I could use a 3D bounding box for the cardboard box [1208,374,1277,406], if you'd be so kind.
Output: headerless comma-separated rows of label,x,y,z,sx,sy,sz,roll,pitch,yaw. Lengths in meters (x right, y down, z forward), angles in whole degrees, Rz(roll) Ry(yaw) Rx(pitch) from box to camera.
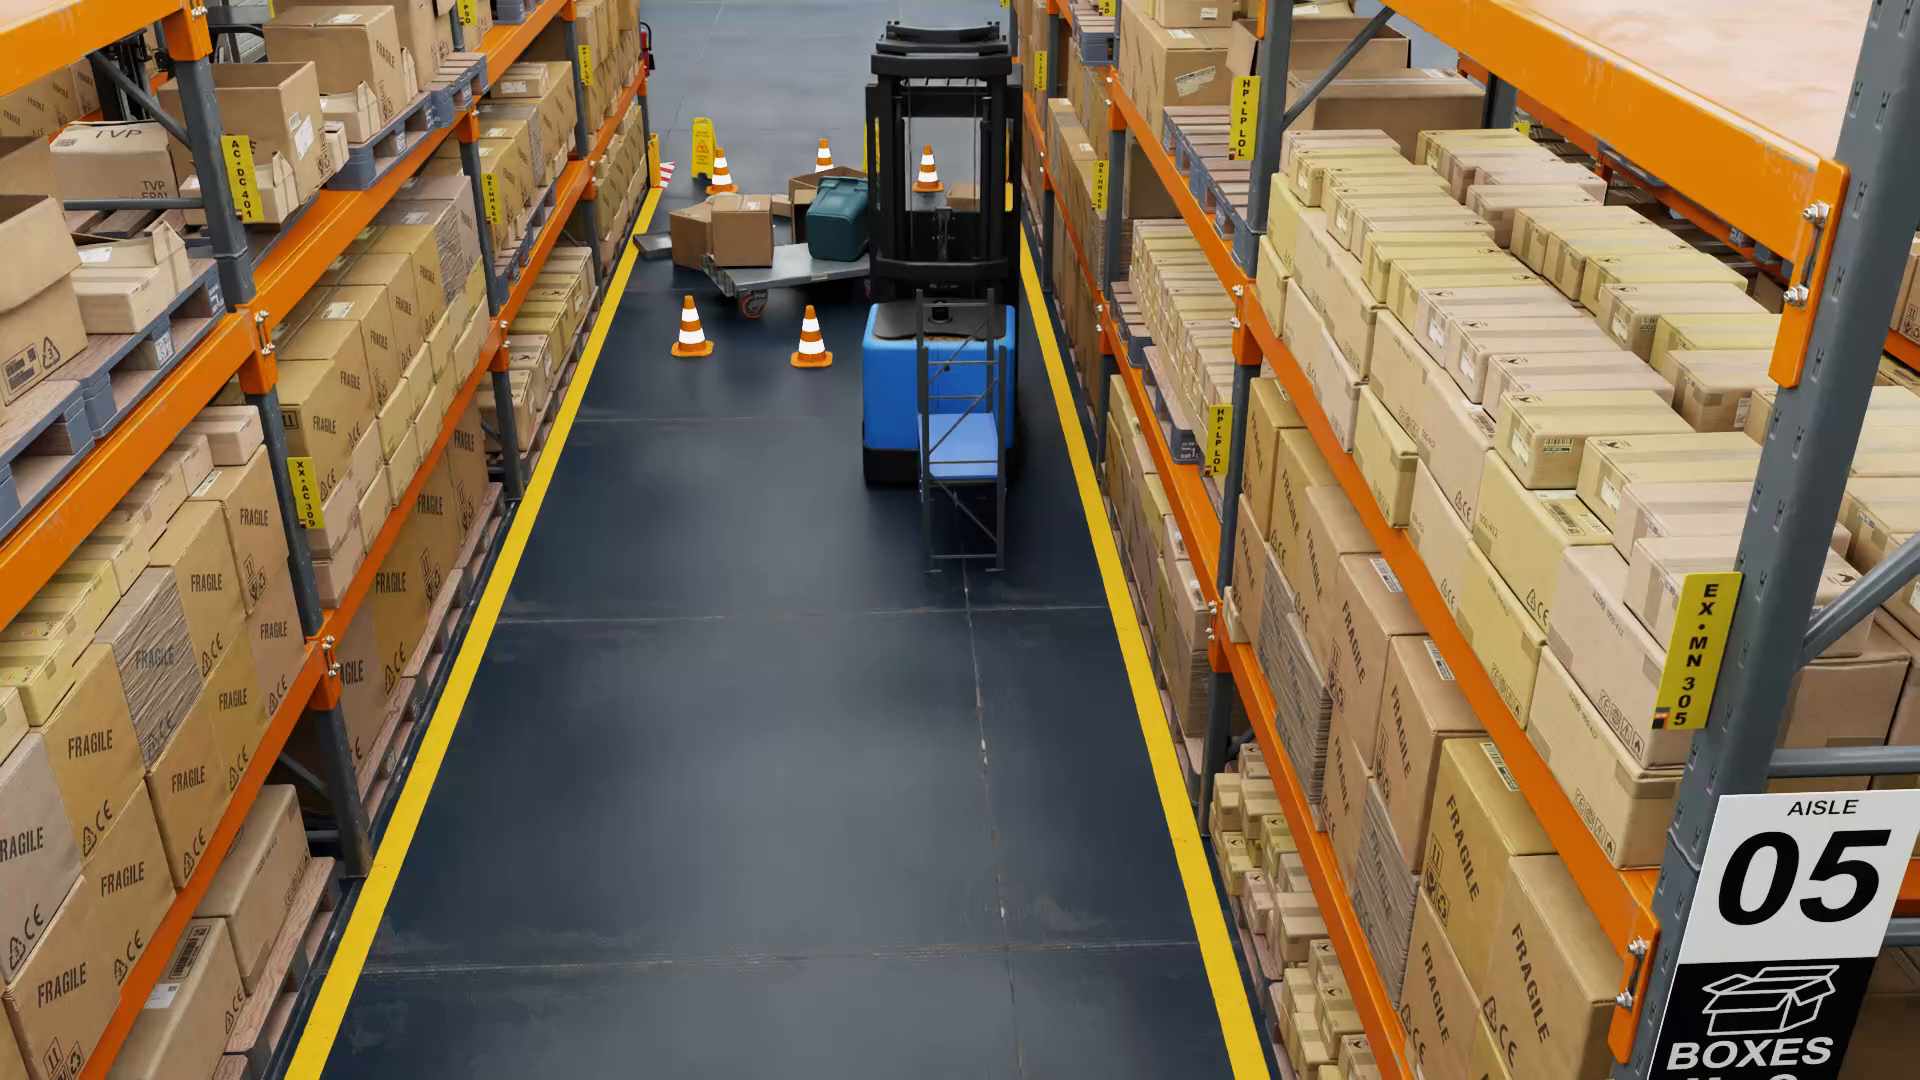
cardboard box,1.421,-0.689,8.065,0.380,0.149,0.250,-2,28,-4

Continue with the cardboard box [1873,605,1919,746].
cardboard box,2.109,0.222,3.521,0.500,0.250,0.500,-1,28,-2

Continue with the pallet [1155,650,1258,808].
pallet,1.621,0.950,8.762,1.003,0.211,1.213,-1,28,-3

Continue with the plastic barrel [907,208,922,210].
plastic barrel,-0.345,-2.966,16.041,0.512,0.421,0.421,19,33,32

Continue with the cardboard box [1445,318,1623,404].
cardboard box,1.526,-0.480,4.436,0.380,0.149,0.250,-1,28,-2

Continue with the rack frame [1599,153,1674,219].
rack frame,6.204,-3.694,14.652,1.000,3.000,0.127,-1,28,-3

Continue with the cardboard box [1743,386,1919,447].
cardboard box,2.134,-0.254,4.002,0.380,0.149,0.250,-1,28,-2

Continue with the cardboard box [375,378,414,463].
cardboard box,-3.071,-0.600,8.340,0.500,0.250,0.500,-1,28,-2

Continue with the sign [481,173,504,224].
sign,-2.929,-2.136,10.412,0.100,0.325,0.005,-1,28,-3

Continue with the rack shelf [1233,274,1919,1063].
rack shelf,1.768,-0.014,5.130,1.077,0.370,4.000,-1,28,-3

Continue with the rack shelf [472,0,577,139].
rack shelf,-3.588,-3.542,11.895,1.077,0.370,4.000,-1,28,-3

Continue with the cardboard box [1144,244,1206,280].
cardboard box,1.310,-1.657,9.920,0.380,0.149,0.250,-2,28,-3

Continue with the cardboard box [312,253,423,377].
cardboard box,-3.122,-1.163,8.609,0.500,0.500,0.500,-2,28,-3

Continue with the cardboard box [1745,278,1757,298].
cardboard box,6.280,-1.760,13.171,0.700,0.500,0.500,1,28,2

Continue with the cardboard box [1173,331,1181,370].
cardboard box,1.366,-1.033,9.046,0.380,0.149,0.250,0,28,-1

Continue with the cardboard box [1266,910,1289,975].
cardboard box,1.504,1.679,6.977,0.380,0.149,0.250,-2,28,-4

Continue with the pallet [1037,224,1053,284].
pallet,1.284,-2.738,15.833,1.003,0.211,1.213,-1,28,-3

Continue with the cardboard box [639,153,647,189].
cardboard box,-3.589,-3.891,17.549,0.500,0.250,0.500,-2,28,-3

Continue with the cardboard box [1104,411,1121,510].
cardboard box,1.237,-0.519,10.813,0.500,0.500,0.500,-3,28,-5

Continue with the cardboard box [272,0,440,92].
cardboard box,-3.242,-2.716,8.970,0.700,0.500,0.500,-3,28,-5

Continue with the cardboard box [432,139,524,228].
cardboard box,-3.310,-2.424,11.333,0.500,0.500,0.500,0,28,0

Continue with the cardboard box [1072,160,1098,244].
cardboard box,1.112,-2.481,12.218,0.500,0.500,0.500,-2,28,-4

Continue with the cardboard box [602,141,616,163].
cardboard box,-3.429,-3.618,15.512,0.380,0.149,0.250,0,28,-1

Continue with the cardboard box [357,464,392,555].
cardboard box,-3.062,-0.143,8.004,0.500,0.250,0.500,-2,28,-4

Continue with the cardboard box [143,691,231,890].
cardboard box,-2.922,0.872,5.788,0.500,0.500,0.500,-2,28,-3

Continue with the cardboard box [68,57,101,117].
cardboard box,-8.488,-4.296,15.697,0.500,0.500,0.500,-1,28,-2

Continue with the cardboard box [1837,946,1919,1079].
cardboard box,2.114,1.087,3.973,0.500,0.500,0.500,-2,28,-3

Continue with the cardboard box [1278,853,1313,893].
cardboard box,1.529,1.415,6.840,0.380,0.149,0.250,-2,28,-4

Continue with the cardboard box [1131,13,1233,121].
cardboard box,1.252,-2.647,9.293,0.500,0.500,0.500,-1,28,-3

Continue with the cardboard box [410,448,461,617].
cardboard box,-3.488,-0.119,9.640,0.875,0.875,0.875,-1,28,-2

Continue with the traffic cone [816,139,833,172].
traffic cone,-1.500,-4.194,18.353,0.336,0.463,0.334,-1,28,-3

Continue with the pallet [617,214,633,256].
pallet,-3.829,-3.093,16.514,1.003,0.211,1.213,-1,28,-3

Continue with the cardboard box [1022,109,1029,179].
cardboard box,1.138,-4.401,17.850,0.875,0.875,0.875,-1,28,-2

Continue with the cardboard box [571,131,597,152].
cardboard box,-3.388,-3.497,14.545,0.380,0.149,0.250,-2,28,-3

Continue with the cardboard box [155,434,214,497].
cardboard box,-3.035,-0.277,6.209,0.380,0.149,0.250,-1,28,-1

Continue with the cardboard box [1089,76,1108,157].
cardboard box,1.358,-3.176,12.468,0.700,0.500,0.500,-2,28,-3

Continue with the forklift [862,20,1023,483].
forklift,-0.100,-2.332,12.115,1.130,2.935,3.031,1,28,2

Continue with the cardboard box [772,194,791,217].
cardboard box,-1.815,-3.482,17.328,0.380,0.149,0.250,13,30,24

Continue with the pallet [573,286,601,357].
pallet,-3.650,-1.859,14.149,1.003,0.211,1.213,-1,28,-3

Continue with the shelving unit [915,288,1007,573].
shelving unit,-0.004,-0.704,10.541,0.538,1.500,1.048,-1,28,-3

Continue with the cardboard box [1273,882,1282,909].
cardboard box,1.526,1.545,6.913,0.380,0.149,0.250,-3,28,-5

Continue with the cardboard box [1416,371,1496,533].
cardboard box,1.542,-0.244,4.414,0.500,0.250,0.500,-1,28,-2

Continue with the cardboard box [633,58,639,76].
cardboard box,-3.544,-4.909,17.252,0.380,0.149,0.250,-2,28,-3

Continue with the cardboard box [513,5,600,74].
cardboard box,-3.499,-4.283,14.270,0.700,0.500,0.500,-2,28,-3

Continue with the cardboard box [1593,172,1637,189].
cardboard box,6.186,-3.222,15.996,0.500,0.500,0.500,7,28,14

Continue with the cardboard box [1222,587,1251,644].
cardboard box,1.352,0.323,7.220,0.380,0.149,0.250,0,28,-1

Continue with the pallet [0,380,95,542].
pallet,-3.181,-0.111,4.634,1.003,0.211,1.213,-1,28,-3

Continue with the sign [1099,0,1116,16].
sign,0.900,-3.359,10.120,0.100,0.325,0.005,-1,28,-3

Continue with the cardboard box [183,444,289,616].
cardboard box,-2.974,-0.037,6.450,0.500,0.500,0.500,-2,28,-3

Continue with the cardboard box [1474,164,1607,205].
cardboard box,2.032,-1.217,5.849,0.380,0.149,0.250,-1,28,-3

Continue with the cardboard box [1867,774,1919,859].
cardboard box,2.104,0.443,3.637,0.500,0.250,0.500,0,28,-1

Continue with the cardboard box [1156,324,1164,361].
cardboard box,1.337,-1.141,9.574,0.380,0.149,0.250,-1,28,-1

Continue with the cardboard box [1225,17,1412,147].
cardboard box,1.714,-2.205,7.987,0.797,0.503,0.637,-2,28,-3

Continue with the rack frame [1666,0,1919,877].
rack frame,1.872,-0.740,2.499,1.000,3.000,0.127,-1,28,-3

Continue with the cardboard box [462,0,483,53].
cardboard box,-3.523,-3.420,10.774,0.700,0.500,0.500,-1,28,-3

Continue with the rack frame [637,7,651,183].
rack frame,-3.901,-5.302,17.735,1.000,3.000,0.127,-1,28,-3

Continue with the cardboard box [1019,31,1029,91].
cardboard box,1.056,-4.850,16.705,0.875,0.550,0.550,-1,28,-3
